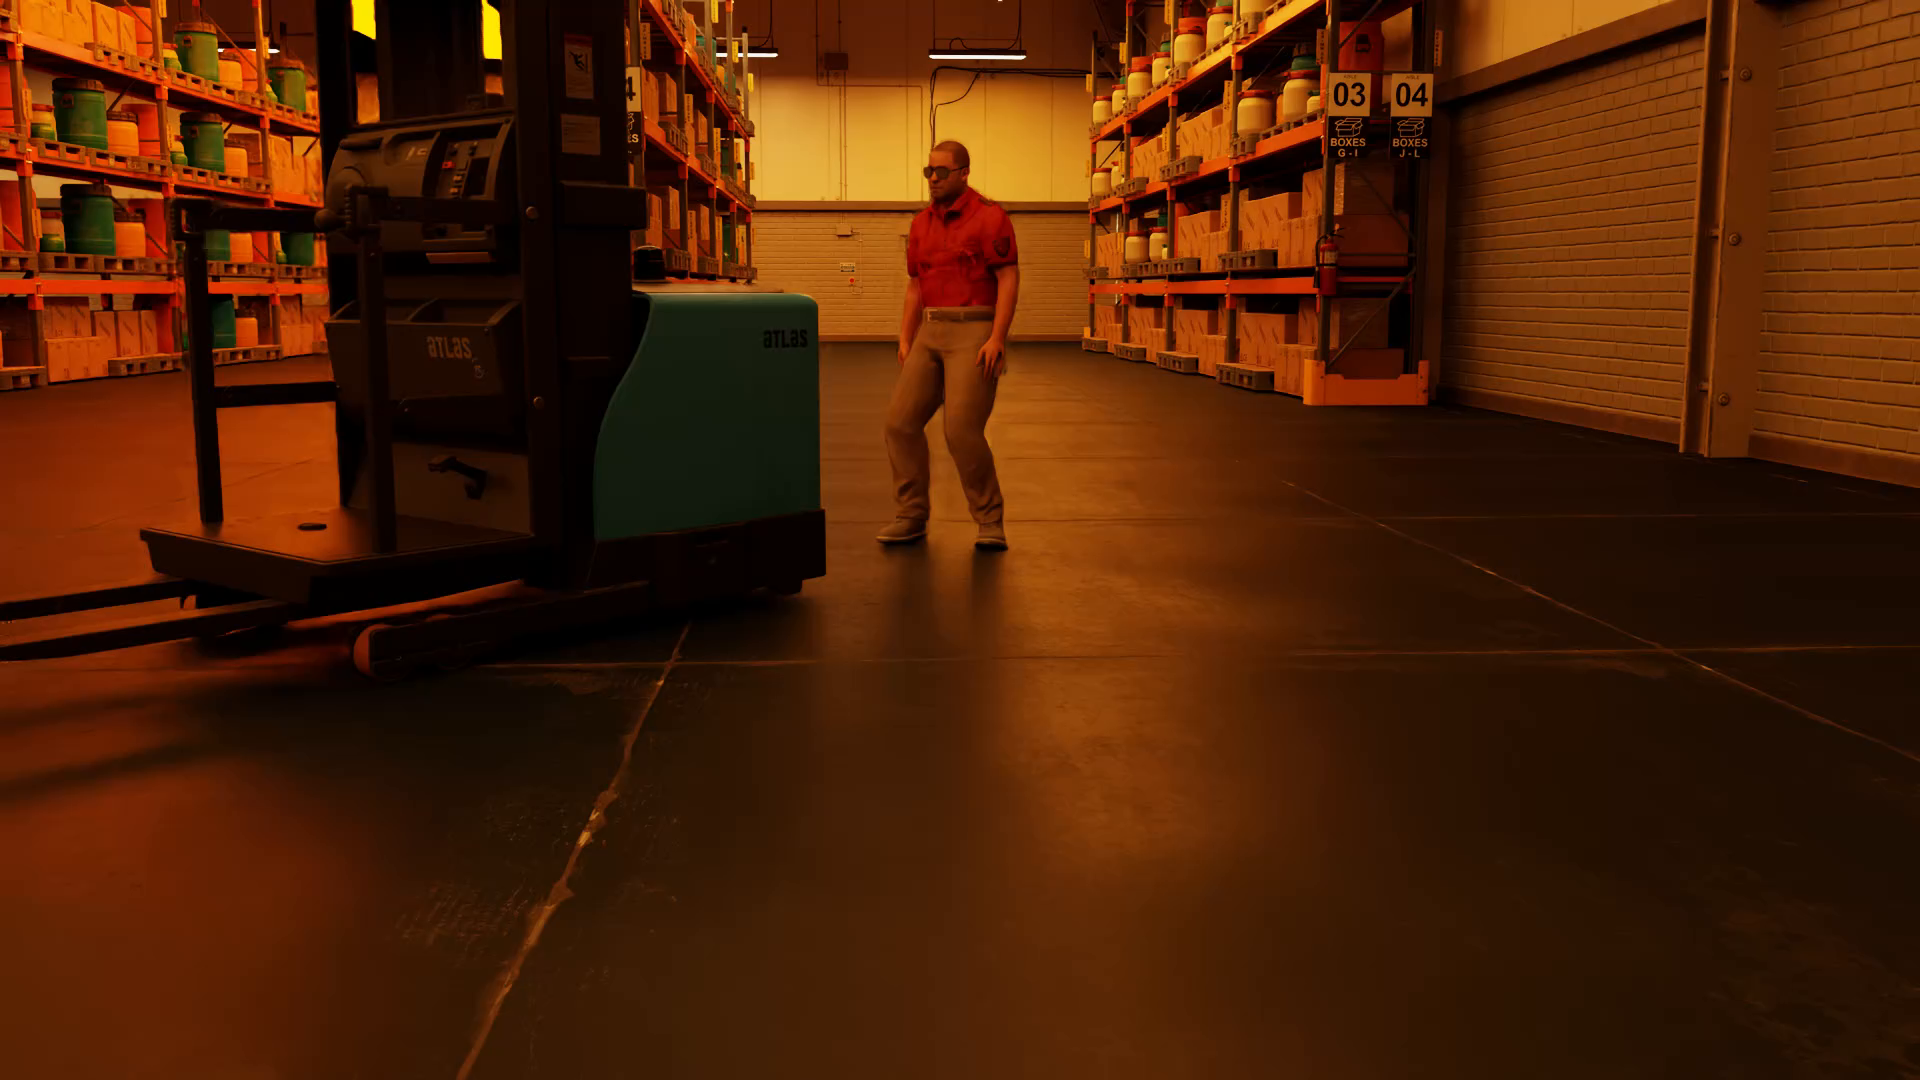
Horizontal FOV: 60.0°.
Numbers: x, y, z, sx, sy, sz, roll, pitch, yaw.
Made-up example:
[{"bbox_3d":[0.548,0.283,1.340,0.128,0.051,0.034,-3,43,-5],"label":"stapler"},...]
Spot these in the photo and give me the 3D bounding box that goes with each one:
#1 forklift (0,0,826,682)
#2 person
[{"bbox_3d":[-1.810,-1.135,4.973,1.130,2.935,3.031,7,11,39],"label":"forklift"},{"bbox_3d":[-0.064,-0.828,7.087,0.630,1.710,0.487,8,11,42],"label":"person"}]
